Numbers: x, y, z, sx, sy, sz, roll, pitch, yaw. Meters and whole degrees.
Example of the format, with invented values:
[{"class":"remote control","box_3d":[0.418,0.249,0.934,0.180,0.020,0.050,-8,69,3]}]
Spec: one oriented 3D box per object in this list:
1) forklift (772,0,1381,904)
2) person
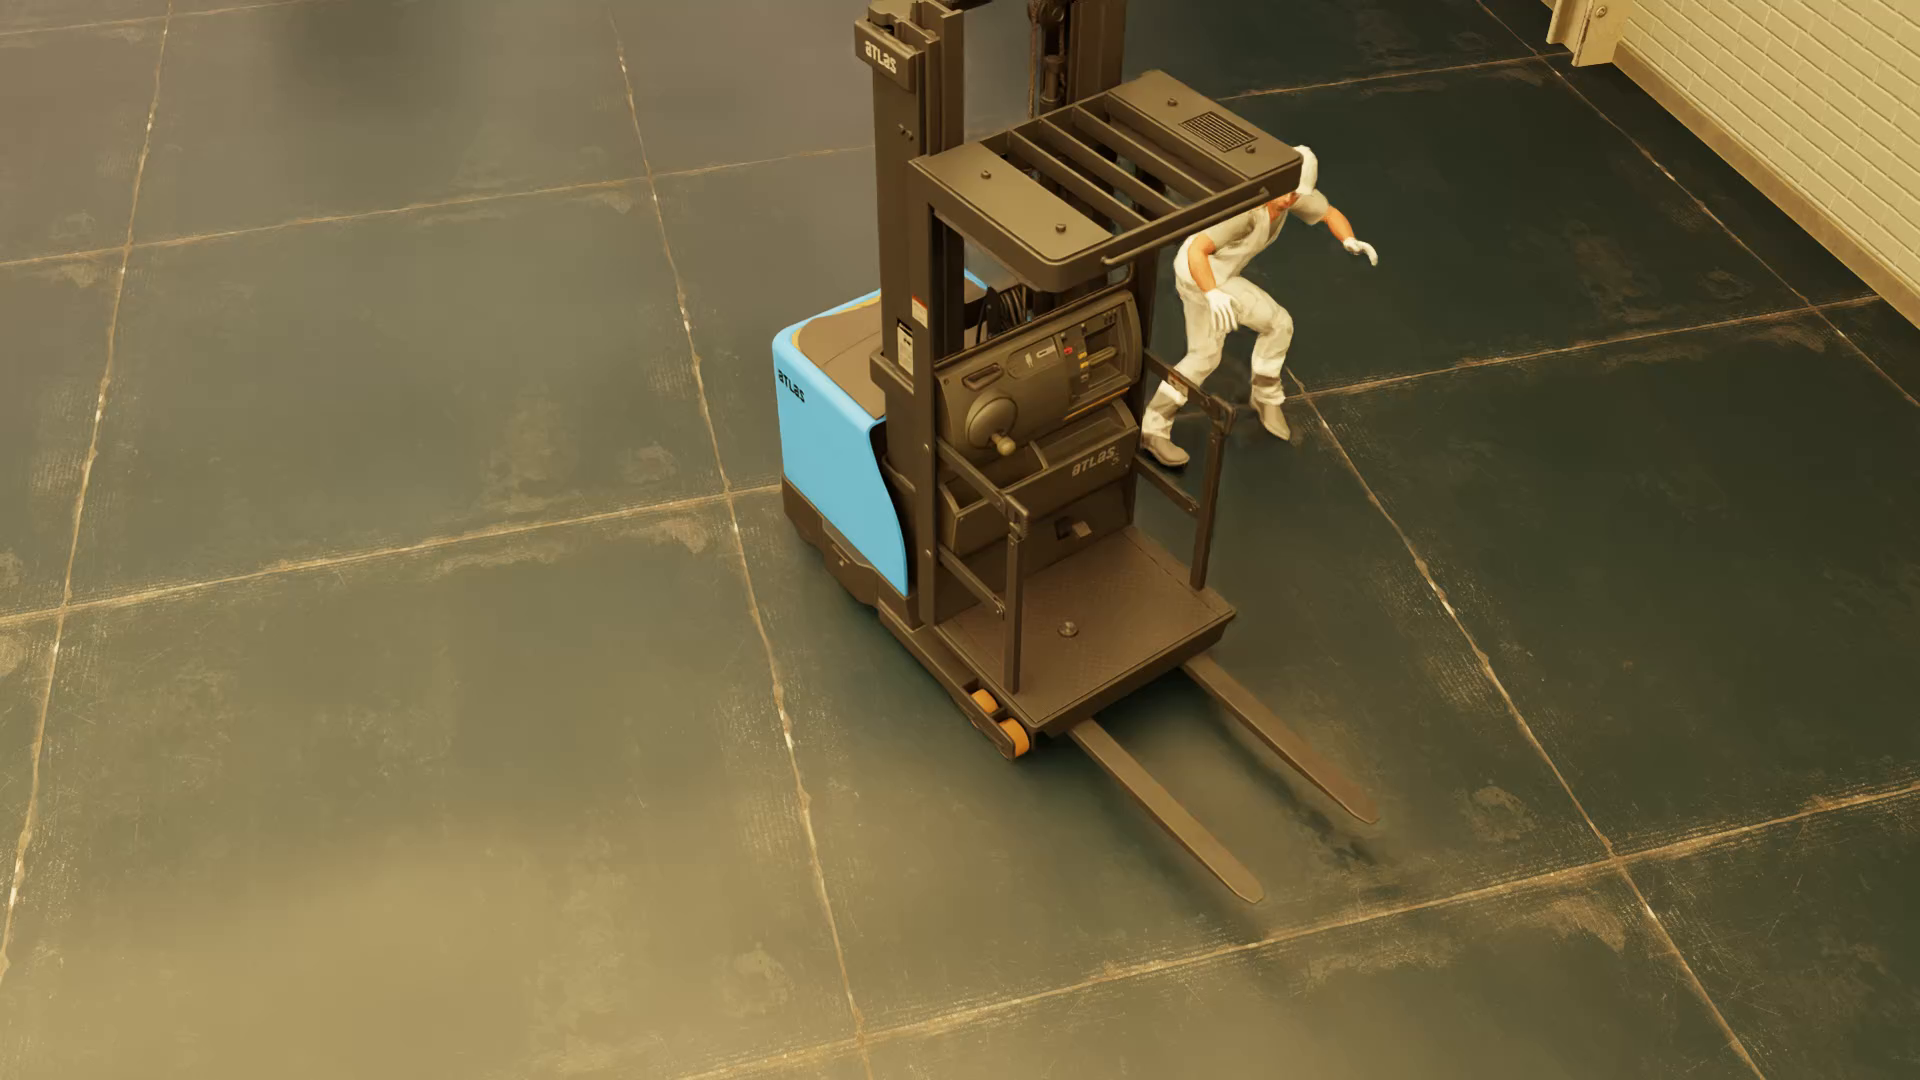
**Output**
[{"class":"forklift","box_3d":[0.447,-0.553,6.230,1.130,2.935,3.031,-27,49,-25]},{"class":"person","box_3d":[1.416,-1.108,7.822,0.949,1.511,1.000,14,45,14]}]
